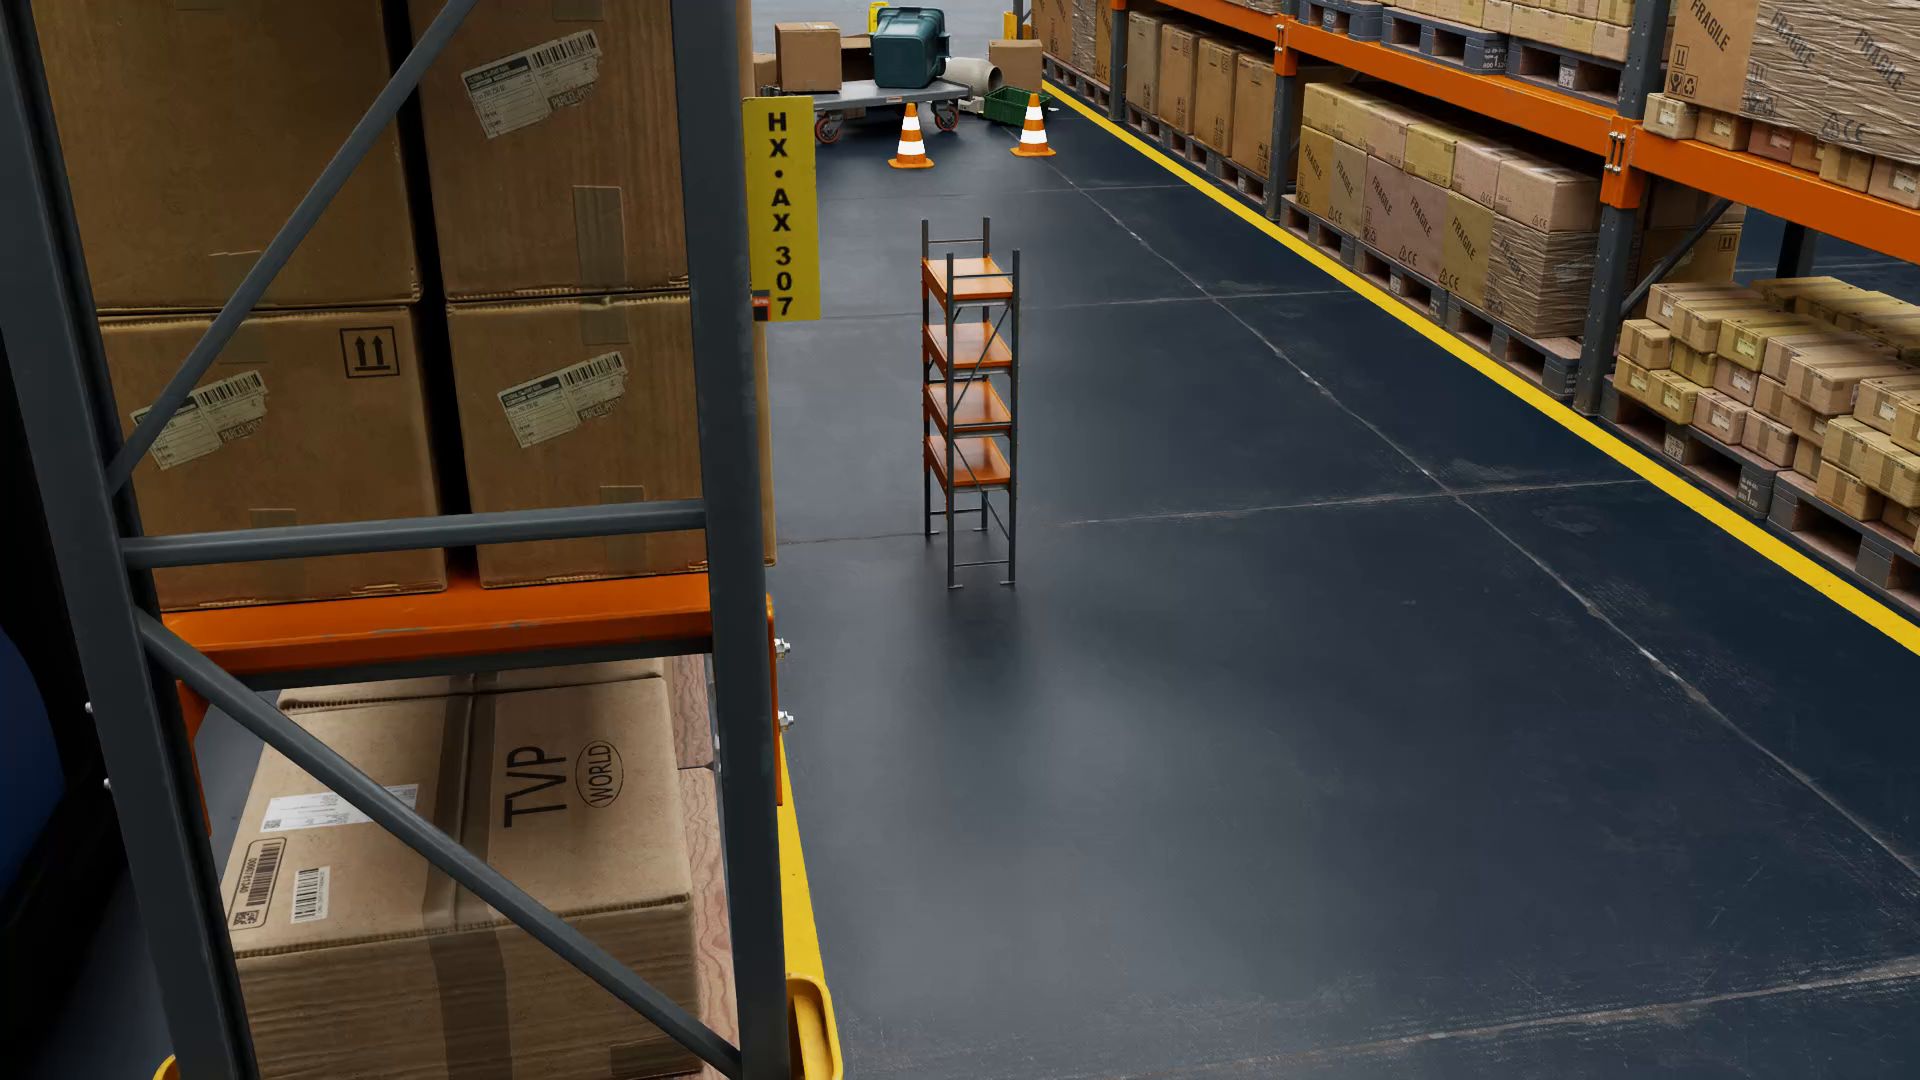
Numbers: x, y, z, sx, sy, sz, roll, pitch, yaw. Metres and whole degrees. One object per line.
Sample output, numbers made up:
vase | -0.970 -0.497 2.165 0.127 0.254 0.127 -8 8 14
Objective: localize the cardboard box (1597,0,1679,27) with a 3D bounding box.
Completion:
cardboard box | 3.035 -2.339 7.275 0.380 0.149 0.250 -4 24 -8

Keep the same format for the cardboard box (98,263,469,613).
cardboard box | -1.153 -0.220 2.881 0.500 0.500 0.500 -4 24 -9

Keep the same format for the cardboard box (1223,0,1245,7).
cardboard box | 2.125 -3.956 11.436 0.500 0.500 0.500 -4 24 -10

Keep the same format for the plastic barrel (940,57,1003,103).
plastic barrel | 0.106 -4.282 15.526 0.512 0.421 0.421 13 27 27

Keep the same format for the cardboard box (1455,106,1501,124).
cardboard box | 3.130 -2.299 9.427 0.500 0.250 0.500 -4 24 -9

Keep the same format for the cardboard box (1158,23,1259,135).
cardboard box | 2.201 -3.674 13.202 1.050 0.750 0.750 -4 24 -10

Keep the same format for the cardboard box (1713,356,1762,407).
cardboard box | 3.270 -0.653 6.664 0.380 0.149 0.250 -4 24 -10

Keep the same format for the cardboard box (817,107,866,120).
cardboard box | -1.064 -3.950 14.963 0.396 0.266 0.258 18 29 36

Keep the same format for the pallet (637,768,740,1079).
pallet | -1.029 0.965 3.776 1.003 0.211 1.213 -4 24 -10

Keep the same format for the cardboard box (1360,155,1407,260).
cardboard box | 2.639 -1.908 9.468 0.500 0.500 0.500 -5 24 -11

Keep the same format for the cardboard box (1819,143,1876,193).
cardboard box | 3.282 -1.324 5.848 0.380 0.149 0.250 -4 24 -9

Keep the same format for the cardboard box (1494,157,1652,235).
cardboard box | 2.916 -1.648 7.938 0.500 0.250 0.500 -5 24 -11

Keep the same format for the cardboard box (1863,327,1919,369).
cardboard box | 3.735 -0.719 6.442 0.380 0.149 0.250 -4 24 -8

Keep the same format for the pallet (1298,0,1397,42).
pallet | 2.799 -3.196 10.061 1.213 0.211 1.003 -4 24 -10

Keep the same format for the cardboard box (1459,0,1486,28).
cardboard box | 2.790 -2.715 8.507 0.380 0.149 0.250 -3 24 -7

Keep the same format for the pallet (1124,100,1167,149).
pallet | 2.040 -3.554 14.124 1.003 0.211 1.213 -4 24 -10

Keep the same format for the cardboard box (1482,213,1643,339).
cardboard box | 2.918 -1.303 8.084 0.500 0.500 0.500 -5 24 -11

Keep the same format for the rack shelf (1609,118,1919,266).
rack shelf | 3.672 -0.867 5.386 1.077 0.370 4.000 -4 24 -10

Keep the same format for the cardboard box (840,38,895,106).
cardboard box | -0.769 -4.345 15.400 0.797 0.637 0.503 -4 24 -10

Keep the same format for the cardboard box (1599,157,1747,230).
cardboard box | 3.426 -1.684 8.020 0.500 0.250 0.500 -5 24 -12

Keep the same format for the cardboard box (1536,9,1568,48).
cardboard box | 2.942 -2.403 7.793 0.380 0.149 0.250 -4 24 -10

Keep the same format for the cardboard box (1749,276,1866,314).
cardboard box | 3.624 -1.021 7.135 0.380 0.149 0.250 -4 24 -8

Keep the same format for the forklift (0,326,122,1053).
forklift | -2.774 -0.590 3.940 1.130 2.935 3.031 -4 24 -10

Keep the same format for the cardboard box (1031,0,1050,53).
cardboard box | 1.274 -5.660 17.593 0.875 0.875 0.875 -4 24 -9

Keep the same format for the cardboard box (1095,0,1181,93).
cardboard box | 1.776 -4.601 15.168 0.875 0.875 0.875 -4 24 -9

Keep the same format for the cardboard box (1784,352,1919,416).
cardboard box | 3.288 -0.576 6.114 0.380 0.149 0.250 -4 24 -9

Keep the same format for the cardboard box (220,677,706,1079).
cardboard box | -1.024 0.726 3.518 0.875 0.438 0.875 -5 24 -12

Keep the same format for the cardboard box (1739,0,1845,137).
cardboard box | 3.245 -1.758 6.031 0.500 0.500 0.500 -4 24 -10

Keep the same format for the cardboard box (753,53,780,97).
cardboard box | -1.884 -4.102 15.014 0.500 0.500 0.500 13 27 27

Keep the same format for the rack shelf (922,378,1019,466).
rack shelf | 0.031 -0.423 5.888 0.258 0.148 0.480 -4 24 -10

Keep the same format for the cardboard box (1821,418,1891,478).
cardboard box | 3.330 -0.333 5.931 0.380 0.149 0.250 -4 24 -10

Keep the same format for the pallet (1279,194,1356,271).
pallet | 2.706 -1.971 10.500 1.003 0.211 1.213 -4 24 -10

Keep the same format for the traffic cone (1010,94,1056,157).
traffic cone | 0.587 -3.328 13.293 0.336 0.463 0.334 -4 24 -10

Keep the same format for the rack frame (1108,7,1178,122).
rack frame | 1.823 -5.130 14.249 1.000 3.000 0.127 -4 24 -10

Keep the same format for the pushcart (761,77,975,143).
pushcart | -0.791 -3.711 14.275 1.648 0.377 0.936 -13 27 -28

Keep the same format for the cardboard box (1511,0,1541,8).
cardboard box | 2.887 -2.648 7.982 0.380 0.149 0.250 -5 24 -11

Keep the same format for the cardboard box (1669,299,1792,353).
cardboard box | 3.155 -0.879 6.808 0.380 0.149 0.250 -3 24 -7

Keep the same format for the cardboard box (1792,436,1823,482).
cardboard box | 3.380 -0.304 6.237 0.380 0.149 0.250 -5 24 -12

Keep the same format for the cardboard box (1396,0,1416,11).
cardboard box | 2.650 -3.021 9.208 0.380 0.149 0.250 -4 24 -8

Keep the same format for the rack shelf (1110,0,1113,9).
rack shelf | 1.453 -5.587 16.194 1.077 0.370 4.000 -4 24 -10

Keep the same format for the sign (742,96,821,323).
sign | -0.257 -0.476 2.411 0.100 0.325 0.005 -4 24 -10

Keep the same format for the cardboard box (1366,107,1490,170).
cardboard box | 2.625 -2.263 9.346 0.500 0.250 0.500 -4 24 -9

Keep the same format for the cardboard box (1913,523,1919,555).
cardboard box | 3.431 0.008 5.522 0.380 0.149 0.250 -4 24 -9

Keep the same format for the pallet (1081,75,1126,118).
pallet | 1.759 -4.157 15.505 1.003 0.211 1.213 -4 24 -10

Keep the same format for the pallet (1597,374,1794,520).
pallet | 3.461 -0.444 7.003 1.003 0.211 1.213 -4 24 -10

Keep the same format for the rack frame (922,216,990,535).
rack frame | -0.015 -0.581 6.081 0.240 1.200 0.015 -4 24 -10

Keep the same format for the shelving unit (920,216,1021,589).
shelving unit | 0.031 -0.485 5.861 0.258 1.200 0.503 -4 24 -10

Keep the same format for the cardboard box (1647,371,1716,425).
cardboard box | 3.103 -0.598 6.908 0.380 0.149 0.250 -4 24 -8

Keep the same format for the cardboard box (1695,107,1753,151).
cardboard box | 3.154 -1.637 6.563 0.380 0.149 0.250 -4 24 -8
